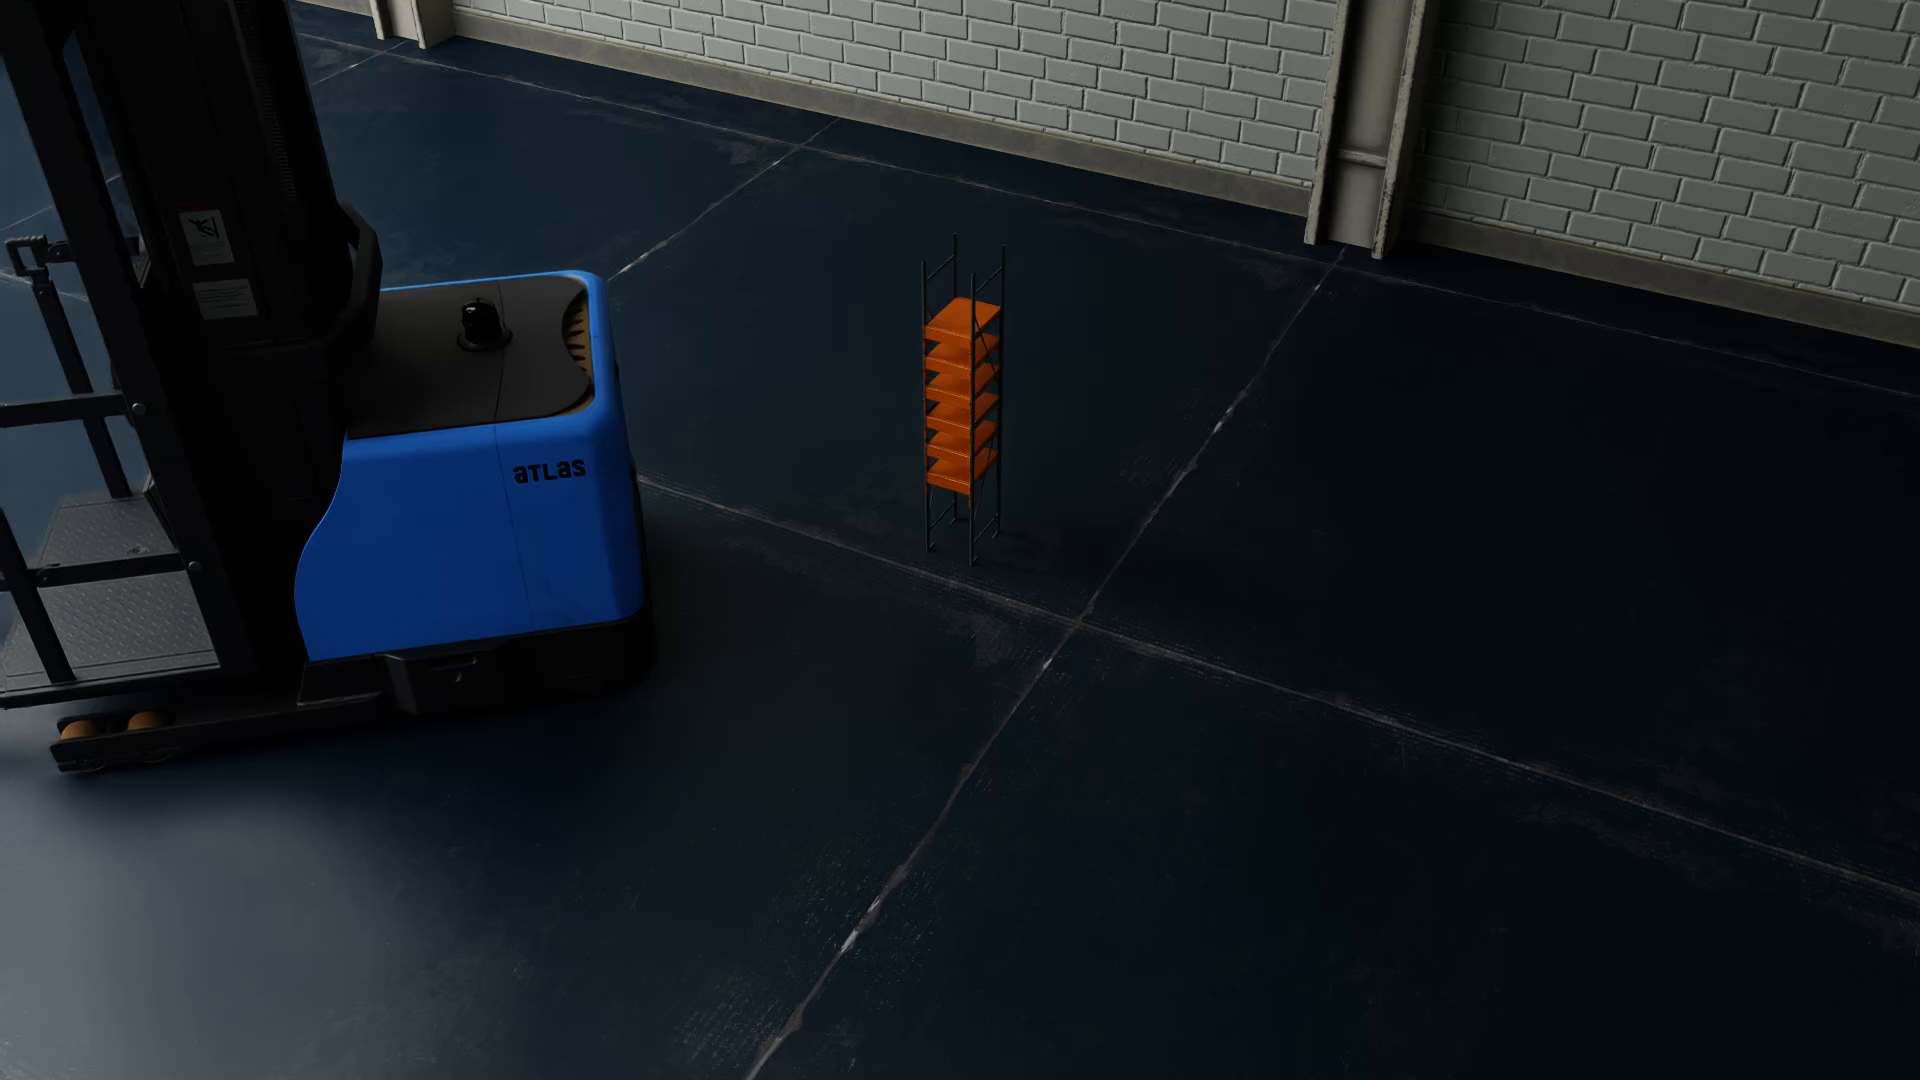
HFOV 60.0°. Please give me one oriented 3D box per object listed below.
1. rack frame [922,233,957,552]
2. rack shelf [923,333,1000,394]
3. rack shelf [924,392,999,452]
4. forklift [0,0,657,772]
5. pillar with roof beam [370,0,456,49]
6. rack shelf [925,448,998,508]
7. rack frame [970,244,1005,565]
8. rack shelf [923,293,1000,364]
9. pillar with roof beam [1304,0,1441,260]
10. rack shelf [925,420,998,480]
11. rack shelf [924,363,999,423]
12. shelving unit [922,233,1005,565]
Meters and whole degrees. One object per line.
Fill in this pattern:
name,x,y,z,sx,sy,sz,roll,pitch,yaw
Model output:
rack frame,-0.068,-0.499,5.915,0.006,1.200,0.240,17,41,21
rack shelf,0.013,-0.630,5.764,0.180,0.103,0.258,17,41,21
rack shelf,0.013,-0.438,5.909,0.180,0.103,0.258,17,41,21
forklift,-2.595,-0.782,4.855,3.031,2.935,1.130,-7,38,-10
pillar with roof beam,-5.371,-4.432,4.646,0.400,9.000,9.100,17,41,21
rack shelf,0.013,-0.247,6.054,0.180,0.103,0.258,17,41,21
rack frame,0.094,-0.448,5.848,0.006,1.200,0.240,17,41,21
rack shelf,0.013,-0.725,5.691,0.180,0.103,0.258,17,41,21
pillar with roof beam,-0.043,-2.763,2.448,0.400,9.000,9.100,17,41,21
rack shelf,0.013,-0.343,5.981,0.180,0.103,0.258,17,41,21
rack shelf,0.013,-0.534,5.836,0.180,0.103,0.258,17,41,21
shelving unit,0.013,-0.474,5.882,0.189,1.200,0.258,17,41,21
